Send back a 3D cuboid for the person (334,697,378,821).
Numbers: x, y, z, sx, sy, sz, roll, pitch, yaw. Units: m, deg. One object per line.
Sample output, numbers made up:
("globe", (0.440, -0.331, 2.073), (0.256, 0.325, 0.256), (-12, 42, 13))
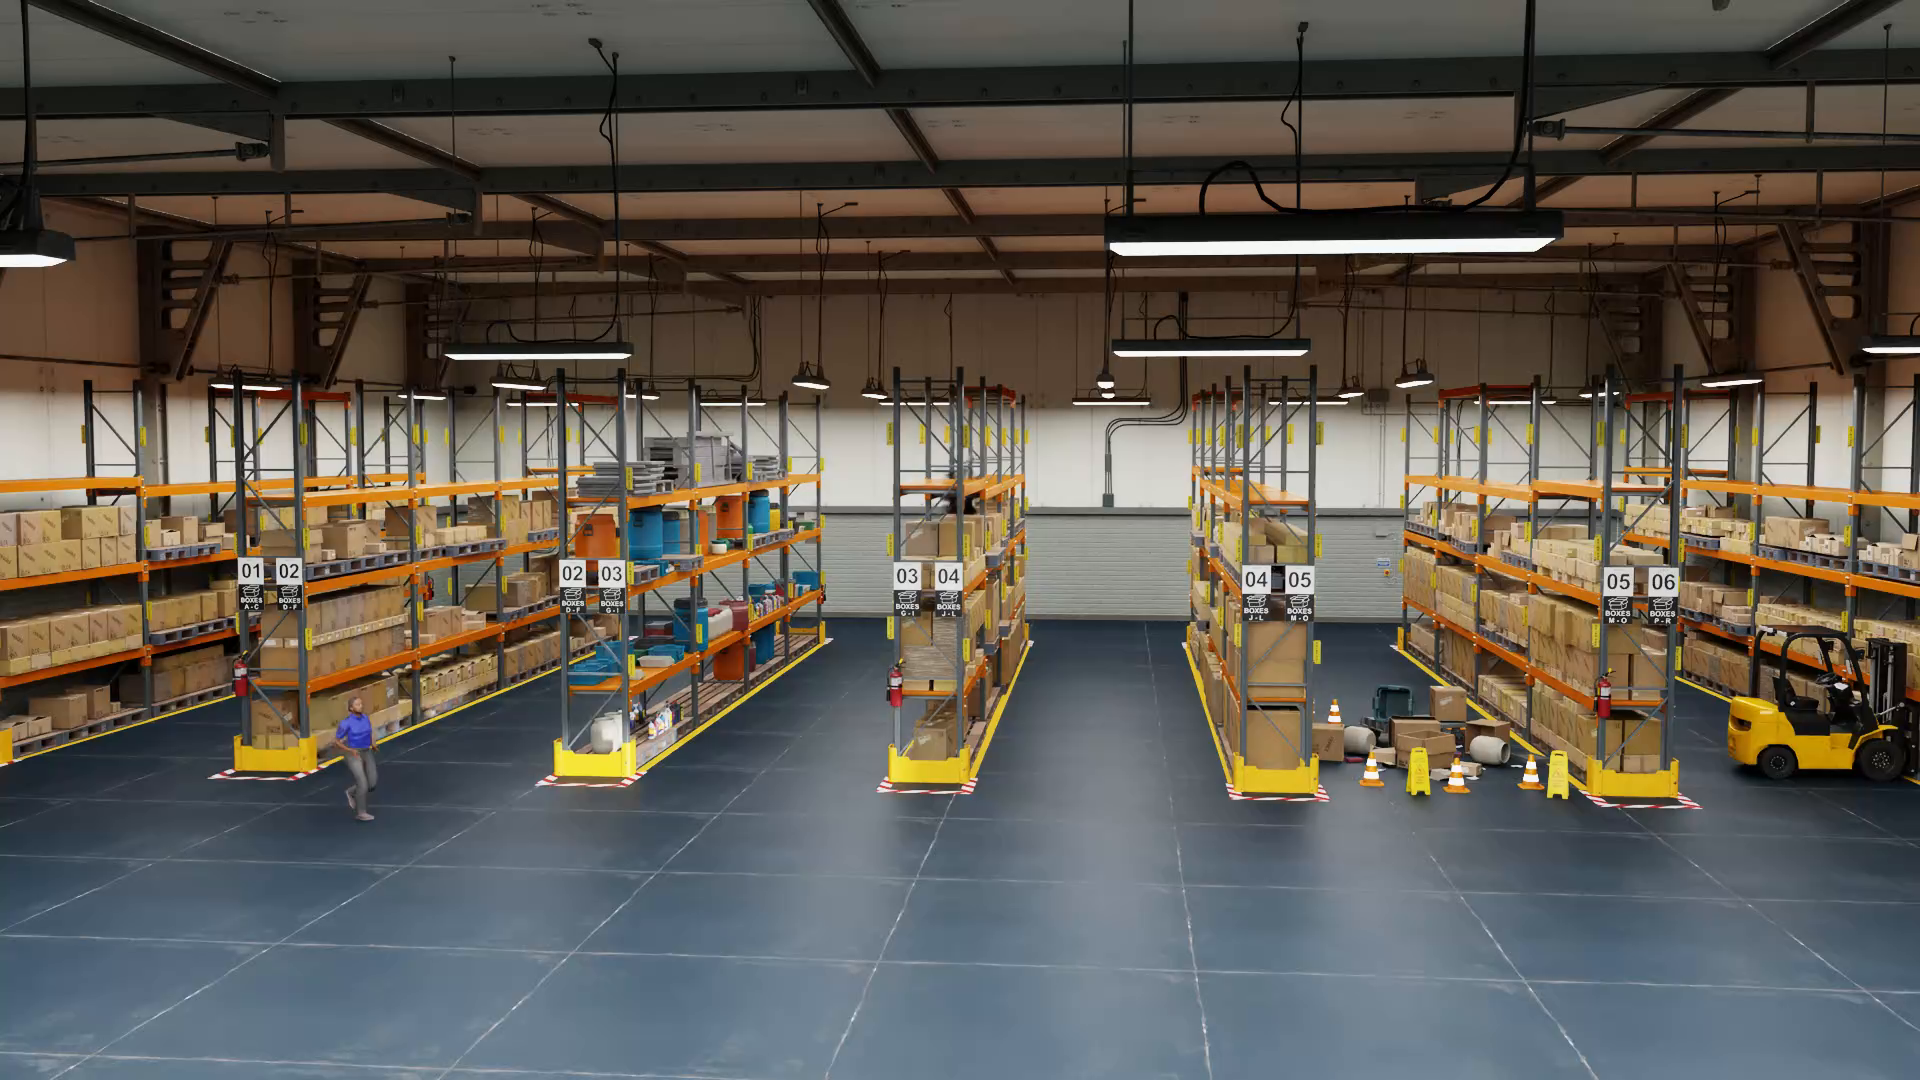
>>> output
("person", (-7.904, 2.846, 21.752), (0.599, 1.604, 0.575), (2, 4, 31))
